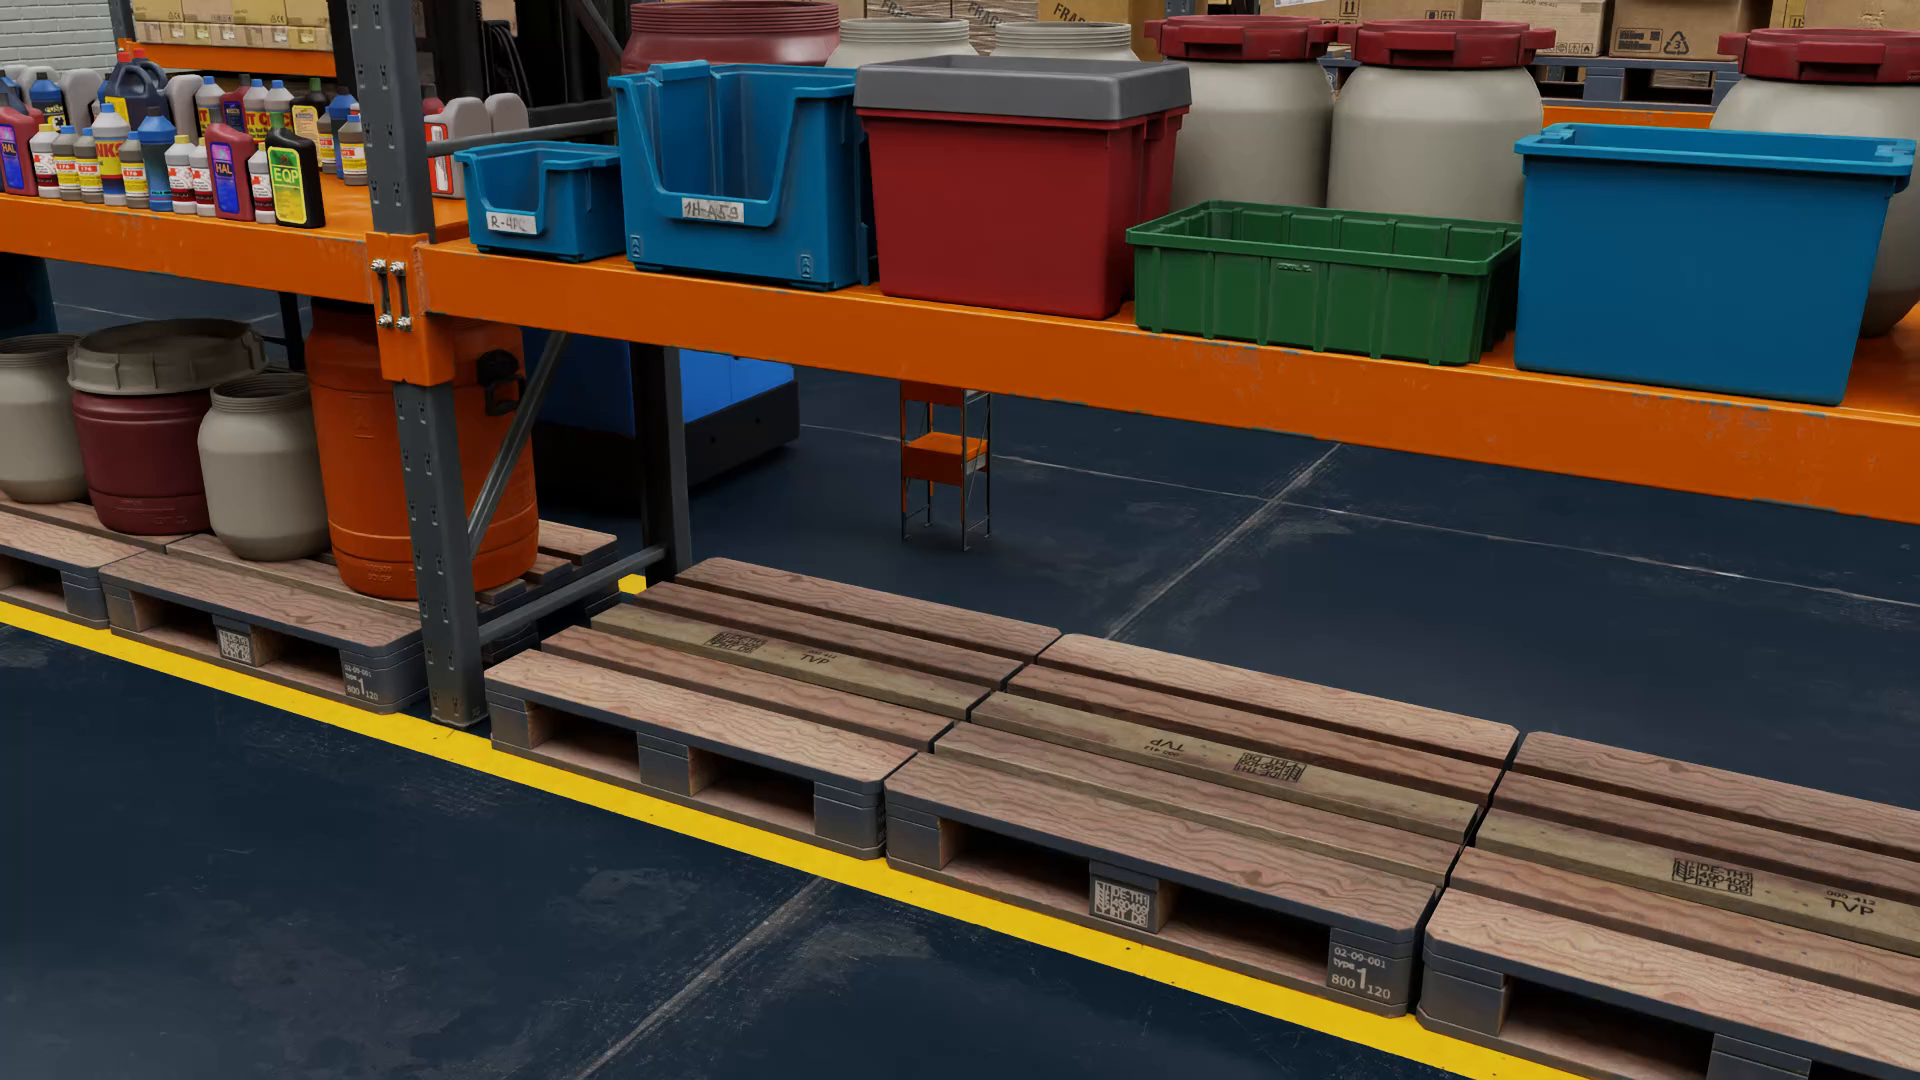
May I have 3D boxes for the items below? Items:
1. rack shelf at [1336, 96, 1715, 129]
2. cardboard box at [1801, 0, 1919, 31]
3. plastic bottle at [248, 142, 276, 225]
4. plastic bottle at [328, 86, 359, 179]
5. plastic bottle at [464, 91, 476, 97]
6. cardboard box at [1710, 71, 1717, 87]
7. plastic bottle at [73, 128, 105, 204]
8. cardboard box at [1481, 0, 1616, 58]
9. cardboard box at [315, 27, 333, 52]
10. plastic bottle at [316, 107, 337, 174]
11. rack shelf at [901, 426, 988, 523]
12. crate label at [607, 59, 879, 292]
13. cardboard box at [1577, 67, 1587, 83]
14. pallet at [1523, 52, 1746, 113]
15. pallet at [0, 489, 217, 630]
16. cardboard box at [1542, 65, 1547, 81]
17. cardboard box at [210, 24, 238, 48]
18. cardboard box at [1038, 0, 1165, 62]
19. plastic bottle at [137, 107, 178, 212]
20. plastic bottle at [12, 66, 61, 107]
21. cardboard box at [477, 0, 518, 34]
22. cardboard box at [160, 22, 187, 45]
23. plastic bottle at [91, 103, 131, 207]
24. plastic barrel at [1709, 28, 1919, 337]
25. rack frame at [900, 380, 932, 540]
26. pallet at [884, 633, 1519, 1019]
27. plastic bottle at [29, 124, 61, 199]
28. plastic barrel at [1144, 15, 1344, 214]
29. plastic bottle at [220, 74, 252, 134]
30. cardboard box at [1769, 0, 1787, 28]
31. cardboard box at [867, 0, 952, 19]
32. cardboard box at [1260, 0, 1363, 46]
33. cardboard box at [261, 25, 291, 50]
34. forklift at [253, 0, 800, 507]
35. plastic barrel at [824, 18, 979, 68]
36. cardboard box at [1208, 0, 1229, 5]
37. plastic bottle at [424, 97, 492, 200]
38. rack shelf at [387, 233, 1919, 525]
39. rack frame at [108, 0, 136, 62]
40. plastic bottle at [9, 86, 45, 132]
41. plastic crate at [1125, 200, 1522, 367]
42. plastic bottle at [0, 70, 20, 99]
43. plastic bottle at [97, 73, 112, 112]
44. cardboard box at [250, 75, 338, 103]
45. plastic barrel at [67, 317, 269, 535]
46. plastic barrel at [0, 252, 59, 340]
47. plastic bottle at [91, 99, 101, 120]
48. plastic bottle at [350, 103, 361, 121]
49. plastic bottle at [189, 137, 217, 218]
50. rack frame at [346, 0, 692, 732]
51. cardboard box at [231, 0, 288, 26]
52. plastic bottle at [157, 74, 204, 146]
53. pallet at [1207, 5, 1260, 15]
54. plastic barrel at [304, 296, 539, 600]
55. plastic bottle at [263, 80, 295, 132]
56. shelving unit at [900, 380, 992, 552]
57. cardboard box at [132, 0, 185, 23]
[{"bbox_3d":[3.027,-1.860,7.648,4.000,0.370,1.077,11,23,27],"label":"rack shelf"},{"bbox_3d":[4.147,-2.519,6.914,1.000,1.000,1.000,11,23,28],"label":"cardboard box"},{"bbox_3d":[-1.788,-0.928,4.315,0.097,0.201,0.097,0,20,0],"label":"plastic bottle"},{"bbox_3d":[-1.877,-1.250,5.101,0.097,0.271,0.097,0,20,0],"label":"plastic bottle"},{"bbox_3d":[-1.443,-1.191,4.939,0.097,0.271,0.097,0,20,0],"label":"plastic bottle"},{"bbox_3d":[9.643,-5.826,20.394,0.625,0.625,0.875,12,23,29],"label":"cardboard box"},{"bbox_3d":[-2.414,-1.047,4.644,0.097,0.201,0.097,0,20,0],"label":"plastic bottle"},{"bbox_3d":[2.632,-2.310,7.439,0.500,0.250,0.500,10,22,26],"label":"cardboard box"},{"bbox_3d":[-3.981,-3.287,10.897,0.250,0.149,0.380,11,23,28],"label":"cardboard box"},{"bbox_3d":[-1.963,-1.257,5.224,0.097,0.201,0.097,0,20,0],"label":"plastic bottle"},{"bbox_3d":[-0.047,-0.231,5.809,0.240,0.259,0.215,11,23,27],"label":"rack shelf"},{"bbox_3d":[-0.400,-0.827,3.694,0.616,0.435,0.502,11,23,27],"label":"crate label"},{"bbox_3d":[8.057,-5.988,21.023,0.500,0.500,0.500,12,23,29],"label":"cardboard box"},{"bbox_3d":[3.029,-2.123,7.601,1.213,0.211,1.003,11,23,27],"label":"pallet"},{"bbox_3d":[-2.905,-0.067,5.741,1.213,0.211,1.003,11,23,27],"label":"pallet"},{"bbox_3d":[5.551,-4.819,17.251,0.875,0.875,0.875,11,22,27],"label":"cardboard box"},{"bbox_3d":[-4.878,-3.458,11.367,0.250,0.149,0.380,10,22,26],"label":"cardboard box"},{"bbox_3d":[0.729,-2.586,8.448,0.500,0.500,0.500,12,23,29],"label":"cardboard box"},{"bbox_3d":[-2.159,-1.031,4.498,0.097,0.271,0.097,0,20,0],"label":"plastic bottle"},{"bbox_3d":[-3.249,-1.527,5.857,0.135,0.276,0.152,11,23,27],"label":"plastic bottle"},{"bbox_3d":[-2.725,-3.260,10.238,0.500,0.250,0.500,10,22,26],"label":"cardboard box"},{"bbox_3d":[-5.330,-3.543,11.603,0.250,0.149,0.380,10,22,27],"label":"cardboard box"},{"bbox_3d":[-2.329,-1.064,4.587,0.097,0.271,0.097,0,20,0],"label":"plastic bottle"},{"bbox_3d":[1.629,-0.679,3.139,0.433,0.535,0.433,0,20,0],"label":"plastic barrel"},{"bbox_3d":[-0.153,-0.523,5.767,0.008,1.050,0.200,11,23,27],"label":"rack frame"},{"bbox_3d":[0.583,0.598,3.906,1.213,0.211,1.003,11,23,27],"label":"pallet"},{"bbox_3d":[-2.584,-1.079,4.733,0.097,0.201,0.097,0,20,0],"label":"plastic bottle"},{"bbox_3d":[0.611,-0.873,3.674,0.433,0.535,0.433,0,20,0],"label":"plastic barrel"},{"bbox_3d":[-2.342,-1.375,5.429,0.133,0.283,0.061,11,23,27],"label":"plastic bottle"},{"bbox_3d":[5.367,-3.631,11.330,0.500,0.500,0.500,11,22,27],"label":"cardboard box"},{"bbox_3d":[-0.158,-2.756,8.917,0.500,0.500,0.500,10,22,26],"label":"cardboard box"},{"bbox_3d":[1.771,-2.697,8.139,0.500,0.500,0.500,8,21,21],"label":"cardboard box"},{"bbox_3d":[-4.431,-3.373,11.132,0.250,0.149,0.380,11,22,27],"label":"cardboard box"},{"bbox_3d":[-2.207,-1.837,6.630,3.031,2.935,1.130,10,22,26],"label":"forklift"},{"bbox_3d":[-0.133,-1.001,4.062,0.421,0.512,0.421,0,20,0],"label":"plastic barrel"},{"bbox_3d":[2.016,-4.230,12.879,0.250,0.149,0.380,12,23,29],"label":"cardboard box"},{"bbox_3d":[-1.429,-1.121,4.738,0.135,0.276,0.152,11,23,27],"label":"plastic bottle"},{"bbox_3d":[0.611,-0.385,3.584,4.000,0.370,1.077,11,23,27],"label":"rack shelf"},{"bbox_3d":[-5.704,-3.861,12.110,0.127,3.000,1.000,11,23,27],"label":"rack frame"},{"bbox_3d":[-2.785,-1.205,4.960,0.133,0.283,0.061,11,23,27],"label":"plastic bottle"},{"bbox_3d":[0.699,-0.497,3.147,0.662,0.188,0.450,11,23,27],"label":"plastic crate"},{"bbox_3d":[-3.293,-1.484,5.747,0.097,0.271,0.097,0,20,0],"label":"plastic bottle"},{"bbox_3d":[-2.845,-1.435,5.610,0.097,0.271,0.097,0,20,0],"label":"plastic bottle"},{"bbox_3d":[-4.311,-2.826,11.756,0.875,0.875,0.875,11,23,27],"label":"cardboard box"},{"bbox_3d":[-2.556,-0.384,5.445,0.708,0.588,0.600,11,23,27],"label":"plastic barrel"},{"bbox_3d":[-3.542,-0.719,5.910,0.708,0.901,0.600,11,23,27],"label":"plastic barrel"},{"bbox_3d":[-2.932,-1.442,5.733,0.097,0.201,0.097,0,20,0],"label":"plastic bottle"},{"bbox_3d":[-1.759,-1.243,5.075,0.135,0.276,0.152,11,23,27],"label":"plastic bottle"},{"bbox_3d":[-1.989,-0.966,4.421,0.097,0.201,0.097,0,20,0],"label":"plastic bottle"},{"bbox_3d":[-1.135,-1.056,4.378,0.127,3.000,1.000,11,23,27],"label":"rack frame"},{"bbox_3d":[-4.522,-3.601,11.177,0.500,0.250,0.500,10,22,26],"label":"cardboard box"},{"bbox_3d":[-2.566,-1.397,5.498,0.135,0.276,0.152,11,23,27],"label":"plastic bottle"},{"bbox_3d":[2.040,-4.217,13.374,1.213,0.211,1.003,11,23,27],"label":"pallet"},{"bbox_3d":[-1.570,-0.310,4.887,0.708,0.830,0.600,11,23,27],"label":"plastic barrel"},{"bbox_3d":[-2.165,-1.329,5.318,0.097,0.271,0.097,0,20,0],"label":"plastic bottle"},{"bbox_3d":[-0.047,-0.502,5.711,0.252,1.050,0.215,11,23,27],"label":"shelving unit"},{"bbox_3d":[-5.416,-3.770,11.643,0.500,0.250,0.500,10,22,26],"label":"cardboard box"}]
